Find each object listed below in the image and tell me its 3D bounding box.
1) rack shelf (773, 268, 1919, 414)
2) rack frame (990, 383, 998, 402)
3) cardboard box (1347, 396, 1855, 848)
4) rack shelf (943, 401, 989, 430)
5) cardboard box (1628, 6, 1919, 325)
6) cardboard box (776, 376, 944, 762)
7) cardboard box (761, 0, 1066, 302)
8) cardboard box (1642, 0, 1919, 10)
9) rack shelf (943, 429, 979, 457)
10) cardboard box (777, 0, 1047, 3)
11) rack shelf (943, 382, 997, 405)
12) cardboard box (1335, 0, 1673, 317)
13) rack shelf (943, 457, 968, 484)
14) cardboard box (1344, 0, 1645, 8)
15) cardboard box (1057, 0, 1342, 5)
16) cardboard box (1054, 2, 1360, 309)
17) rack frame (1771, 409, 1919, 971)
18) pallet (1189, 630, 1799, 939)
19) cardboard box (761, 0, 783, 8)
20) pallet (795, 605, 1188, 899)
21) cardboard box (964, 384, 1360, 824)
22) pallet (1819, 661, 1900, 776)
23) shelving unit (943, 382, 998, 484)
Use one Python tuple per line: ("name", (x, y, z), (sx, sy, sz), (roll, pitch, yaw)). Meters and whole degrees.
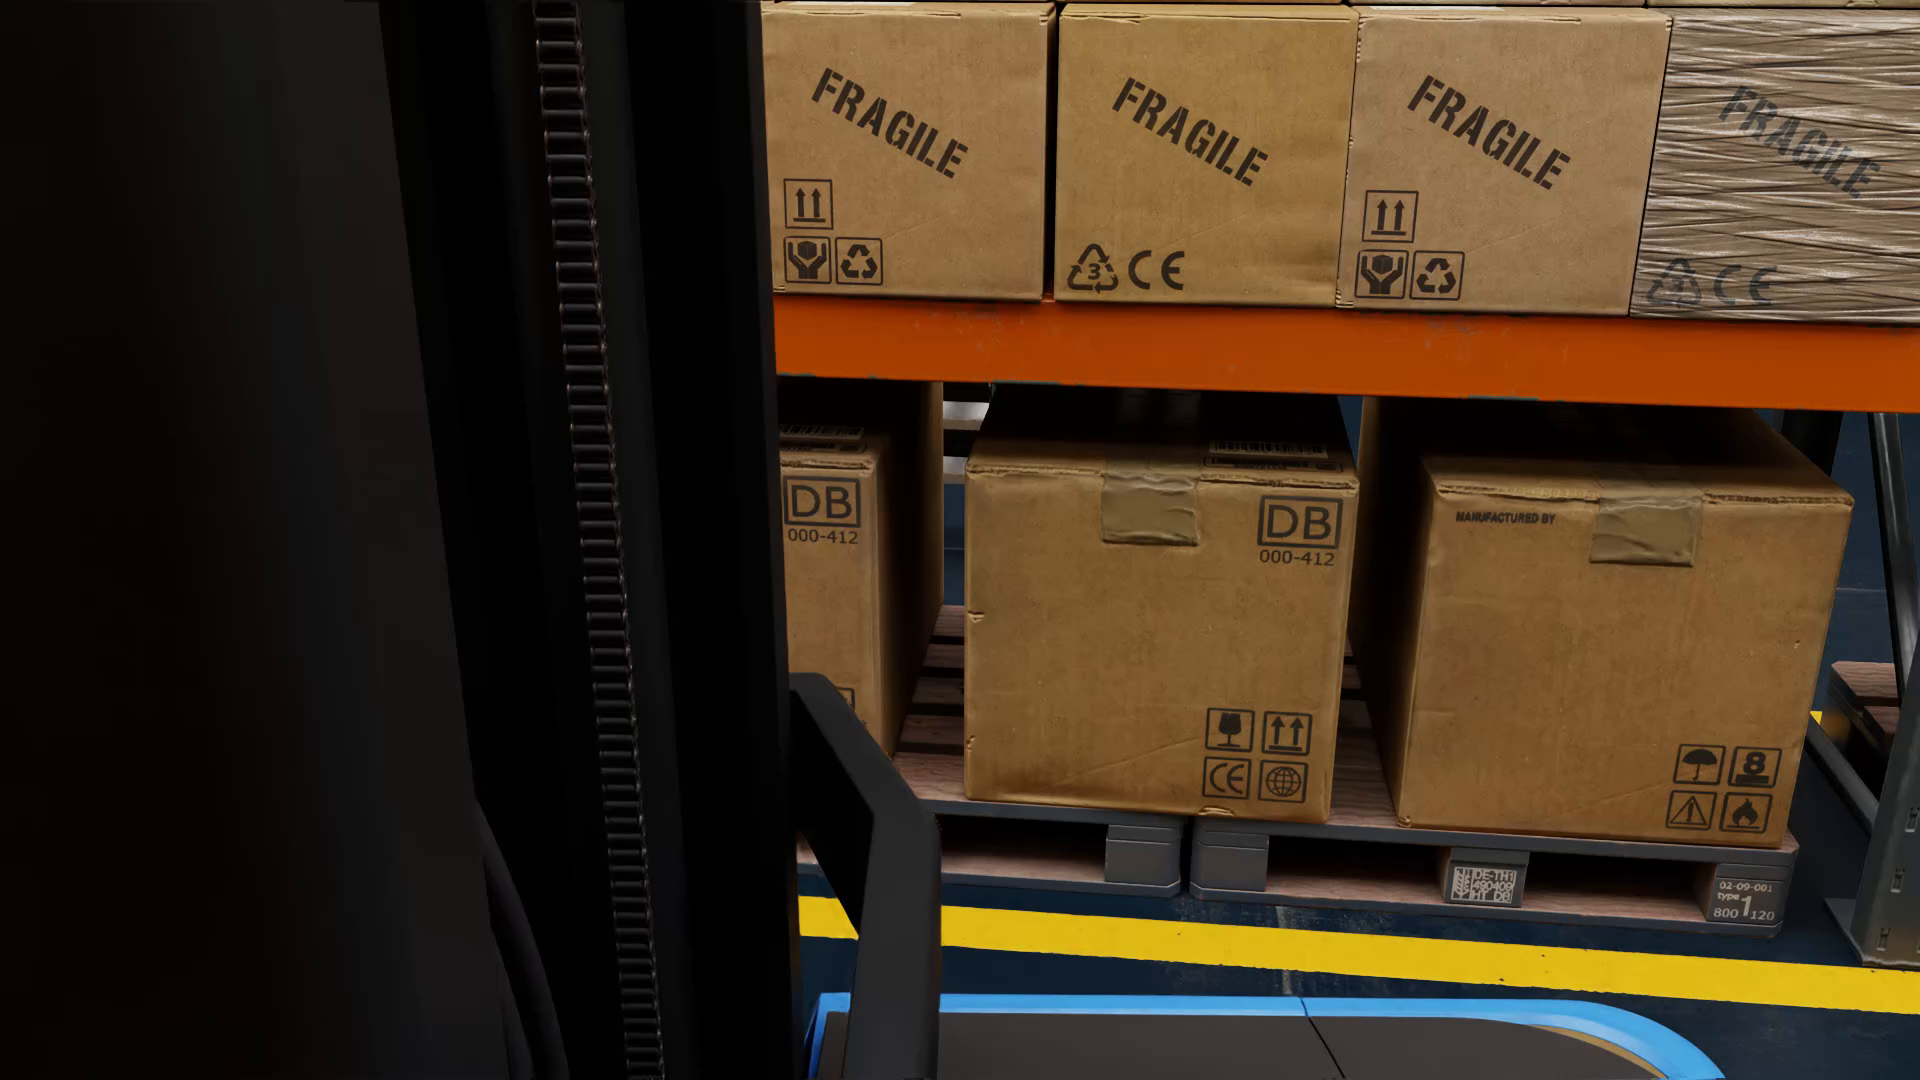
("rack shelf", (-0.074, -0.480, 3.552), (4.000, 0.370, 1.077), (2, 22, 6))
("rack frame", (0.109, -0.414, 5.262), (0.006, 0.900, 0.240), (2, 22, 6))
("cardboard box", (1.318, 0.064, 3.687), (0.750, 0.750, 1.050), (2, 22, 6))
("rack shelf", (0.008, -0.387, 5.286), (0.200, 0.077, 0.258), (2, 22, 6))
("cardboard box", (1.433, -0.696, 2.984), (0.500, 0.500, 0.500), (2, 22, 6))
("cardboard box", (-0.476, -0.013, 3.881), (0.750, 0.750, 1.050), (2, 22, 6))
("cardboard box", (-0.068, -0.760, 3.147), (0.500, 0.500, 0.500), (3, 22, 7))
("cardboard box", (1.467, -1.262, 3.057), (0.500, 0.500, 0.700), (2, 22, 6))
("rack shelf", (0.008, -0.303, 5.319), (0.200, 0.077, 0.258), (2, 22, 6))
("cardboard box", (-0.053, -1.327, 3.221), (0.500, 0.500, 0.700), (2, 22, 6))
("rack shelf", (0.008, -0.471, 5.253), (0.200, 0.077, 0.258), (2, 22, 6))
("cardboard box", (0.938, -0.718, 3.040), (0.500, 0.500, 0.500), (2, 22, 6))
("rack shelf", (0.008, -0.220, 5.352), (0.200, 0.077, 0.258), (2, 22, 6))
("cardboard box", (0.965, -1.284, 3.111), (0.500, 0.500, 0.700), (2, 22, 6))
("cardboard box", (0.455, -1.305, 3.165), (0.500, 0.500, 0.700), (2, 22, 5))
("cardboard box", (0.441, -0.740, 3.095), (0.500, 0.500, 0.500), (2, 22, 5))
("rack frame", (1.912, -0.728, 3.201), (0.127, 3.000, 1.000), (2, 22, 6))
("pallet", (1.138, 0.507, 3.870), (1.213, 0.211, 1.003), (2, 22, 6))
("cardboard box", (-0.572, -0.782, 3.203), (0.500, 0.500, 0.500), (2, 22, 6))
("pallet", (-0.070, 0.454, 4.005), (1.213, 0.211, 1.003), (2, 22, 6))
("cardboard box", (0.449, 0.027, 3.780), (0.750, 0.750, 1.050), (3, 22, 7))
("pallet", (2.688, 0.603, 3.627), (1.213, 0.211, 1.003), (2, 22, 6))
("shelving unit", (0.008, -0.418, 5.273), (0.210, 0.900, 0.258), (2, 22, 6))
